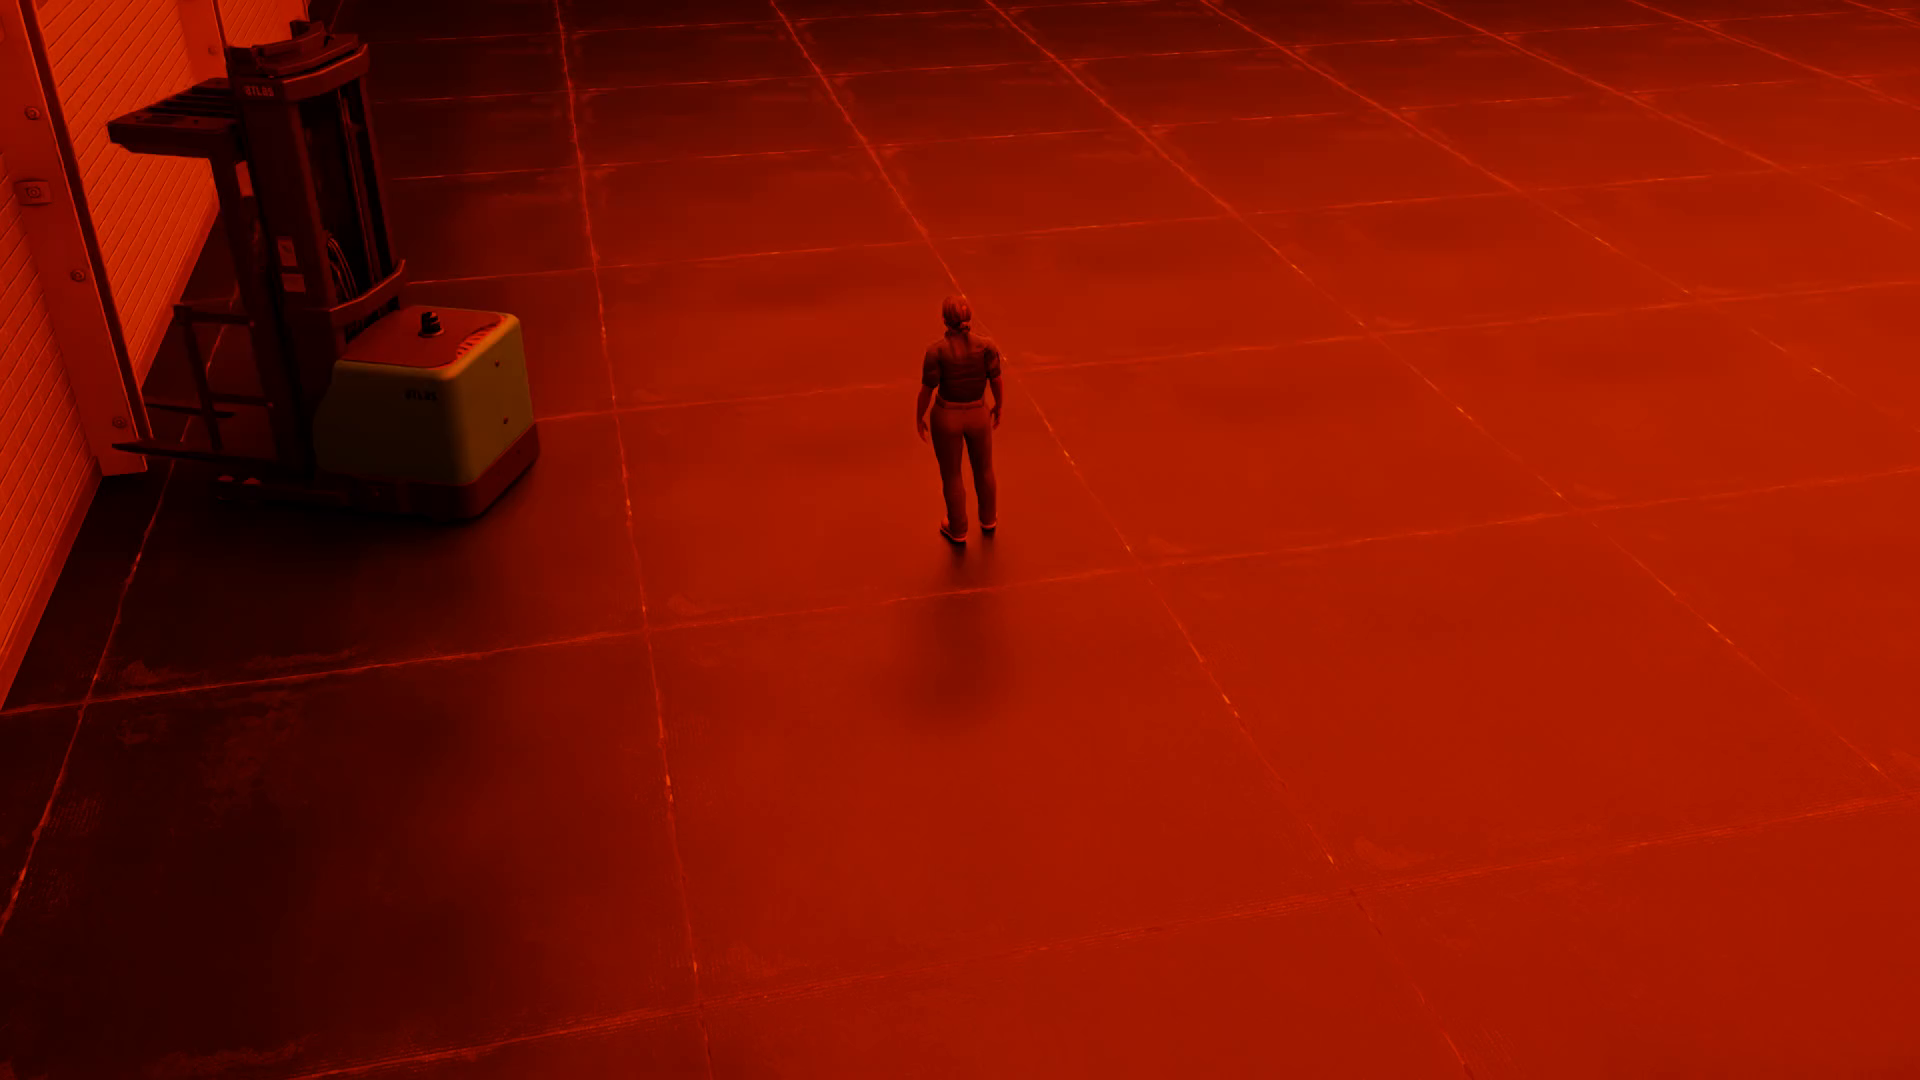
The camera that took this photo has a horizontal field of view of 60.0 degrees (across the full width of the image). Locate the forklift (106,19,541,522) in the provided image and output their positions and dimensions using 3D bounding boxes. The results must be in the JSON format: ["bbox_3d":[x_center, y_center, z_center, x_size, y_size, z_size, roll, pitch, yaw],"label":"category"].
[{"bbox_3d":[-4.447,-1.755,10.607,3.031,2.935,1.130,6,31,11],"label":"forklift"}]

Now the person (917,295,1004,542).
[{"bbox_3d":[-0.002,-0.767,10.160,0.570,1.656,0.503,-7,31,-12],"label":"person"}]
